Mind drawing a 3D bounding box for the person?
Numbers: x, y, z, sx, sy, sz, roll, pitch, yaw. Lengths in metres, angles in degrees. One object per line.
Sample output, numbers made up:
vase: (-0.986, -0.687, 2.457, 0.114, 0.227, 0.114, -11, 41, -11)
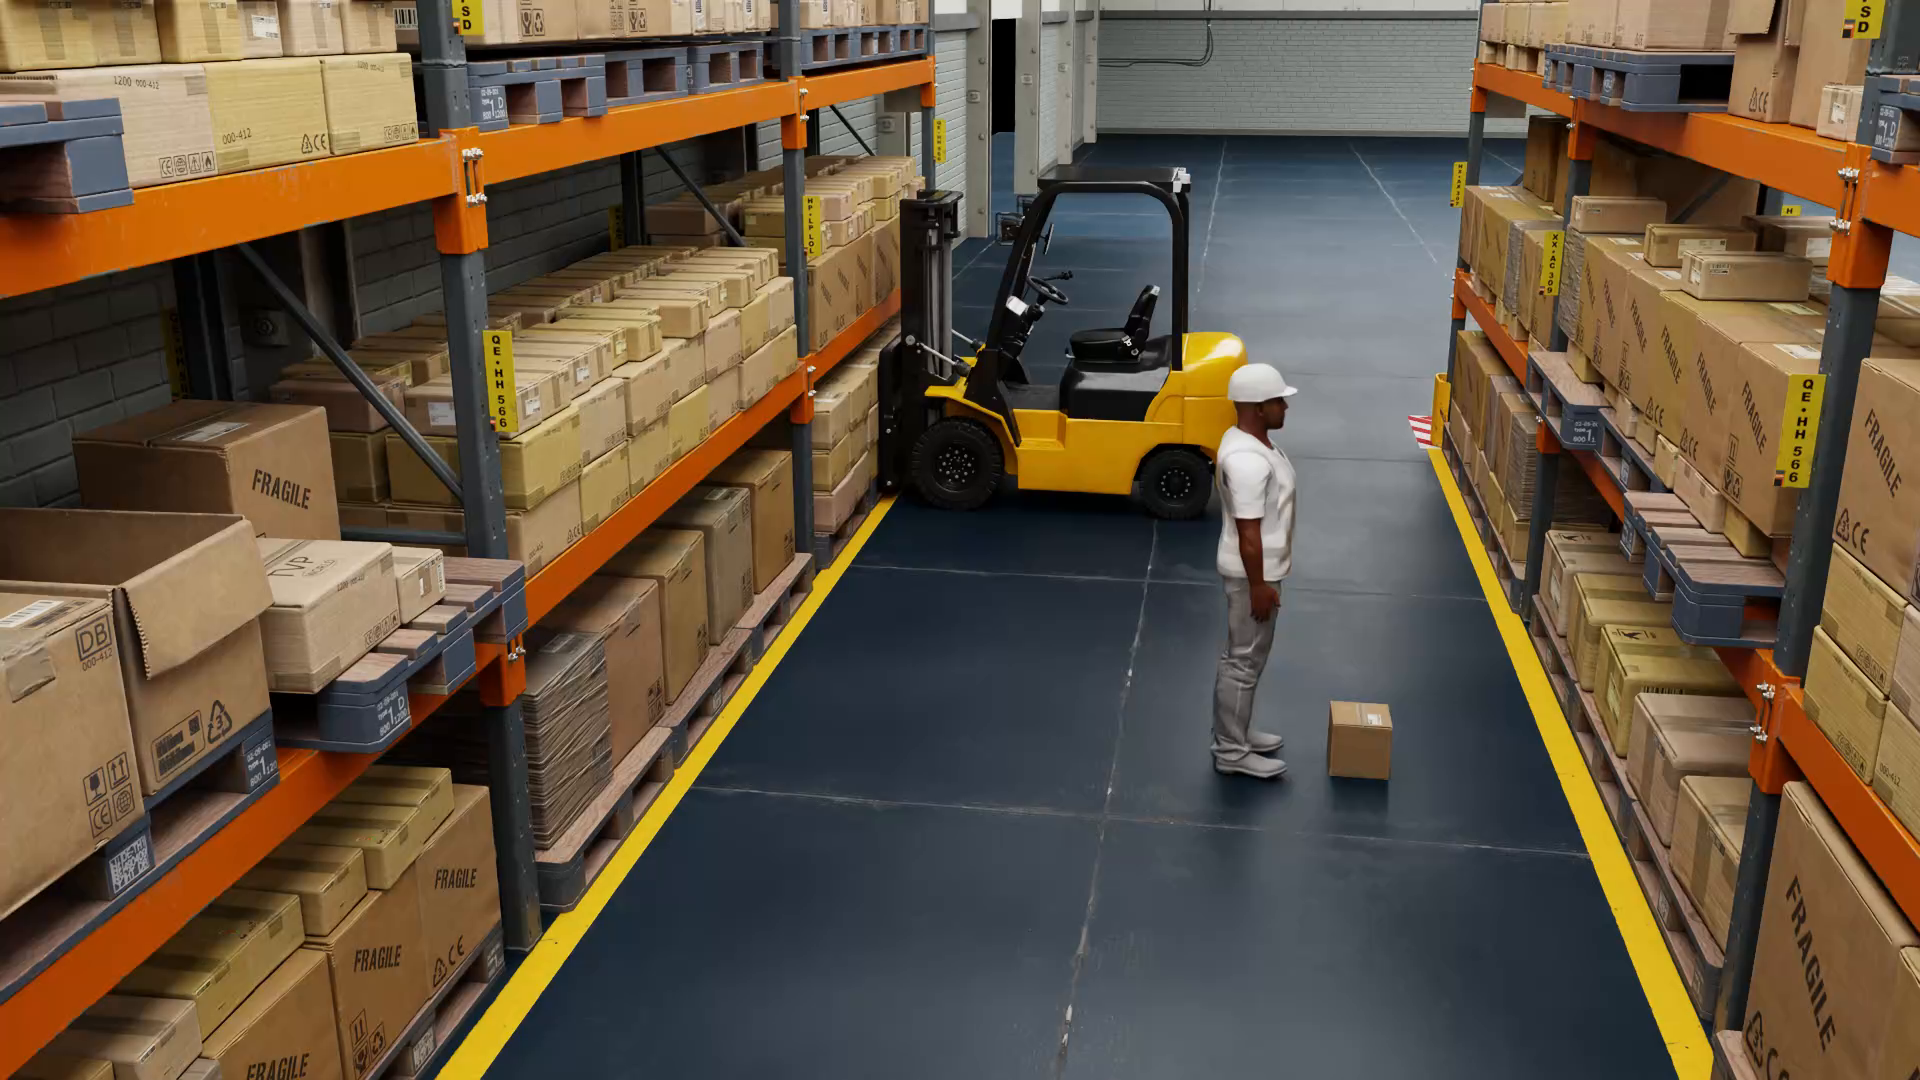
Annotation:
person: (1.262, 0.121, 7.115, 0.368, 1.766, 0.562, 3, 18, 10)
